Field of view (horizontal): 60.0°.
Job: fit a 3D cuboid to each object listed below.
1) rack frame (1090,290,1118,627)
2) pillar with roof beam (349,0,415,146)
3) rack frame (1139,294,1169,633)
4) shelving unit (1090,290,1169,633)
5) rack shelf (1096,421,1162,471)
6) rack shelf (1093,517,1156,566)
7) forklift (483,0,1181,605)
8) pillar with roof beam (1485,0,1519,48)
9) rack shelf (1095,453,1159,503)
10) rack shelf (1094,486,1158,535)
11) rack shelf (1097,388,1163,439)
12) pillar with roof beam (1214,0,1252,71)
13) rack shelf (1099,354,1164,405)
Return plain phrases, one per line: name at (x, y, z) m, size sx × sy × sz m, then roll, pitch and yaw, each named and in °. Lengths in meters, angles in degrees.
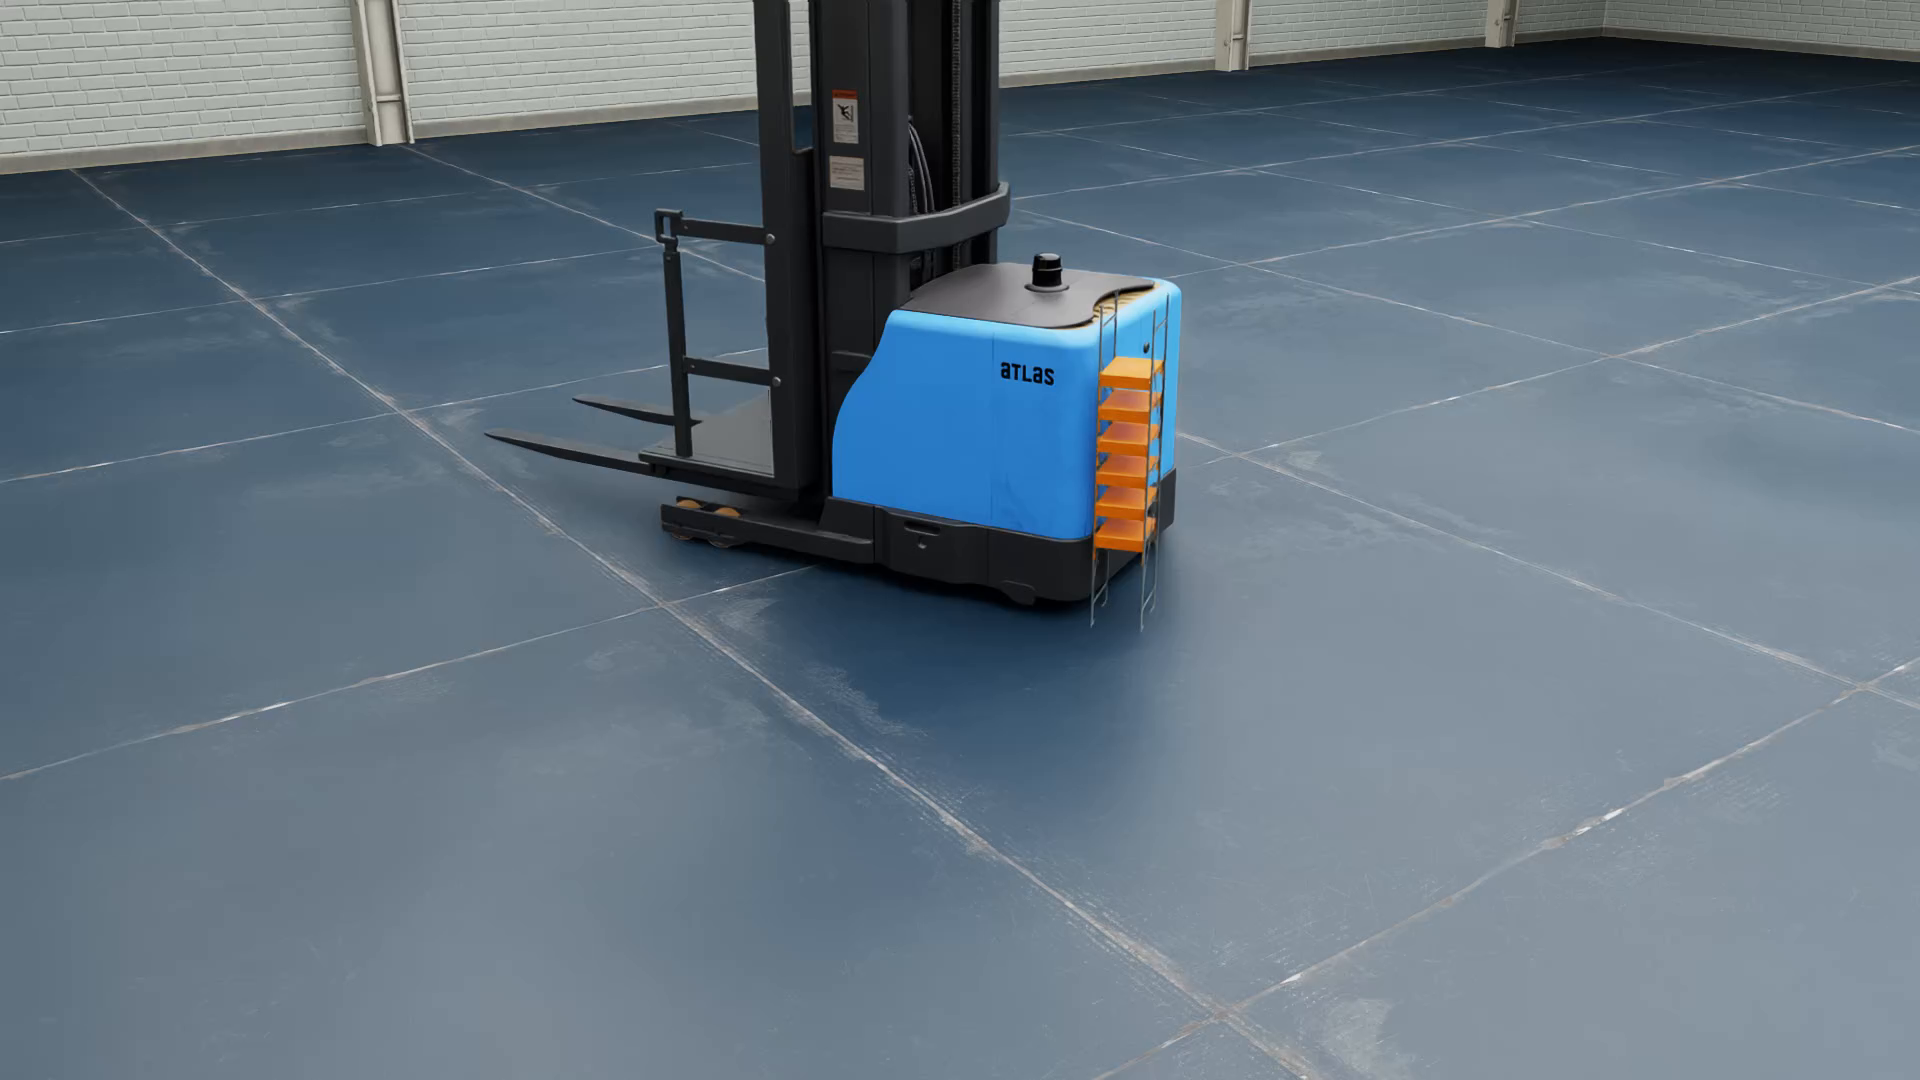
rack frame at (0.519, -0.282, 5.985) m, size 0.006 × 1.200 × 0.240 m, roll 7°, pitch 23°, yaw 17°
pillar with roof beam at (-3.367, -6.992, 12.276) m, size 0.400 × 9.000 × 9.100 m, roll -15°, pitch 26°, yaw -33°
rack frame at (0.692, -0.261, 5.931) m, size 0.006 × 1.200 × 0.240 m, roll 7°, pitch 23°, yaw 17°
shelving unit at (0.605, -0.272, 5.958) m, size 0.189 × 1.200 × 0.258 m, roll 7°, pitch 23°, yaw 17°
rack shelf at (0.605, -0.342, 5.930) m, size 0.180 × 0.103 × 0.258 m, roll 7°, pitch 23°, yaw 17°
rack shelf at (0.605, -0.007, 6.063) m, size 0.180 × 0.103 × 0.258 m, roll 7°, pitch 23°, yaw 17°
forklift at (-0.660, -1.487, 6.667) m, size 3.031 × 2.935 × 1.130 m, roll 11°, pitch 24°, yaw 26°
pillar with roof beam at (11.245, -10.888, 22.040) m, size 0.400 × 9.000 × 9.100 m, roll -15°, pitch 26°, yaw -33°
rack shelf at (0.605, -0.230, 5.974) m, size 0.180 × 0.103 × 0.258 m, roll 7°, pitch 23°, yaw 17°
rack shelf at (0.605, -0.119, 6.019) m, size 0.180 × 0.103 × 0.258 m, roll 7°, pitch 23°, yaw 17°
rack shelf at (0.605, -0.453, 5.885) m, size 0.180 × 0.103 × 0.258 m, roll 7°, pitch 23°, yaw 17°
pillar with roof beam at (6.374, -9.589, 18.785) m, size 0.400 × 9.000 × 9.100 m, roll -15°, pitch 26°, yaw -33°
rack shelf at (0.605, -0.565, 5.841) m, size 0.180 × 0.103 × 0.258 m, roll 7°, pitch 23°, yaw 17°
